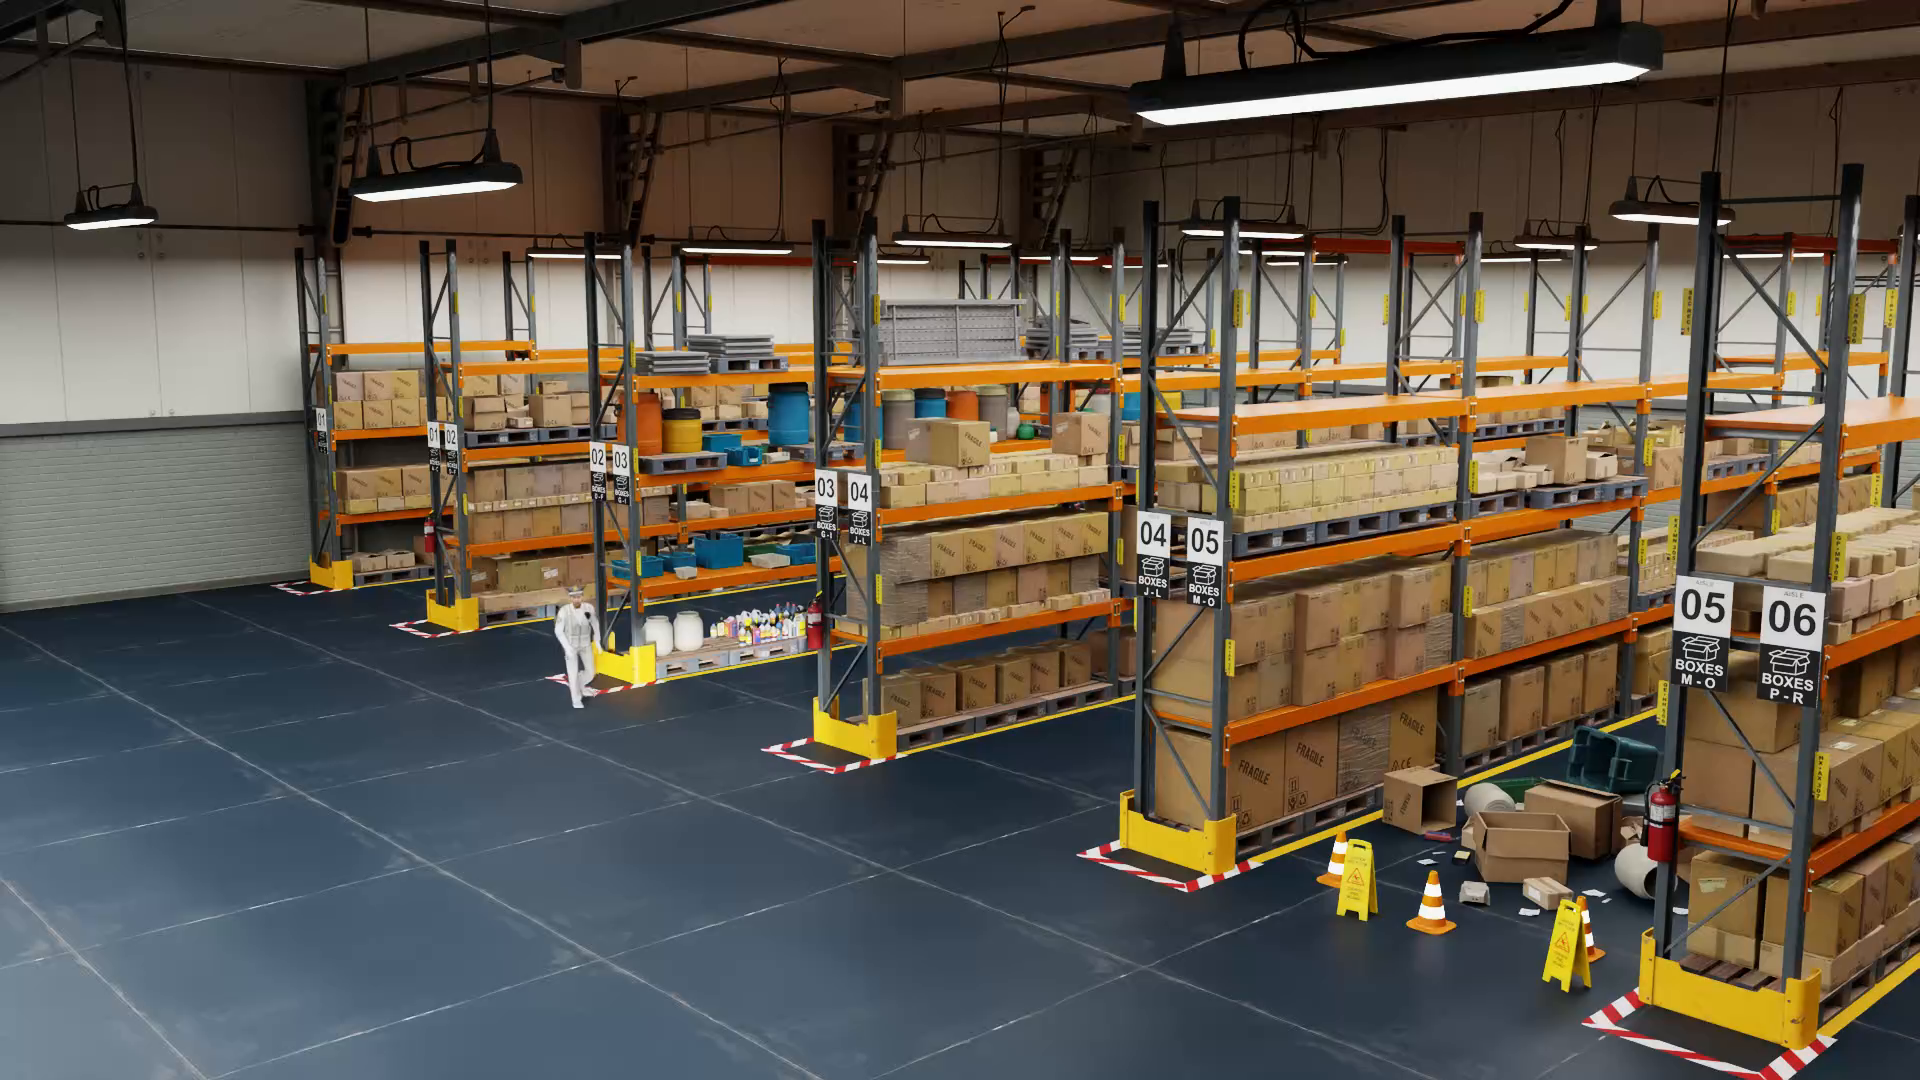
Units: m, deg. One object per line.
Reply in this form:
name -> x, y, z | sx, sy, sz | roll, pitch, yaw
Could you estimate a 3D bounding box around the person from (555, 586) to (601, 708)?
person -> -4.821, 1.320, 20.913 | 0.586, 1.604, 0.709 | -4, 9, -27
